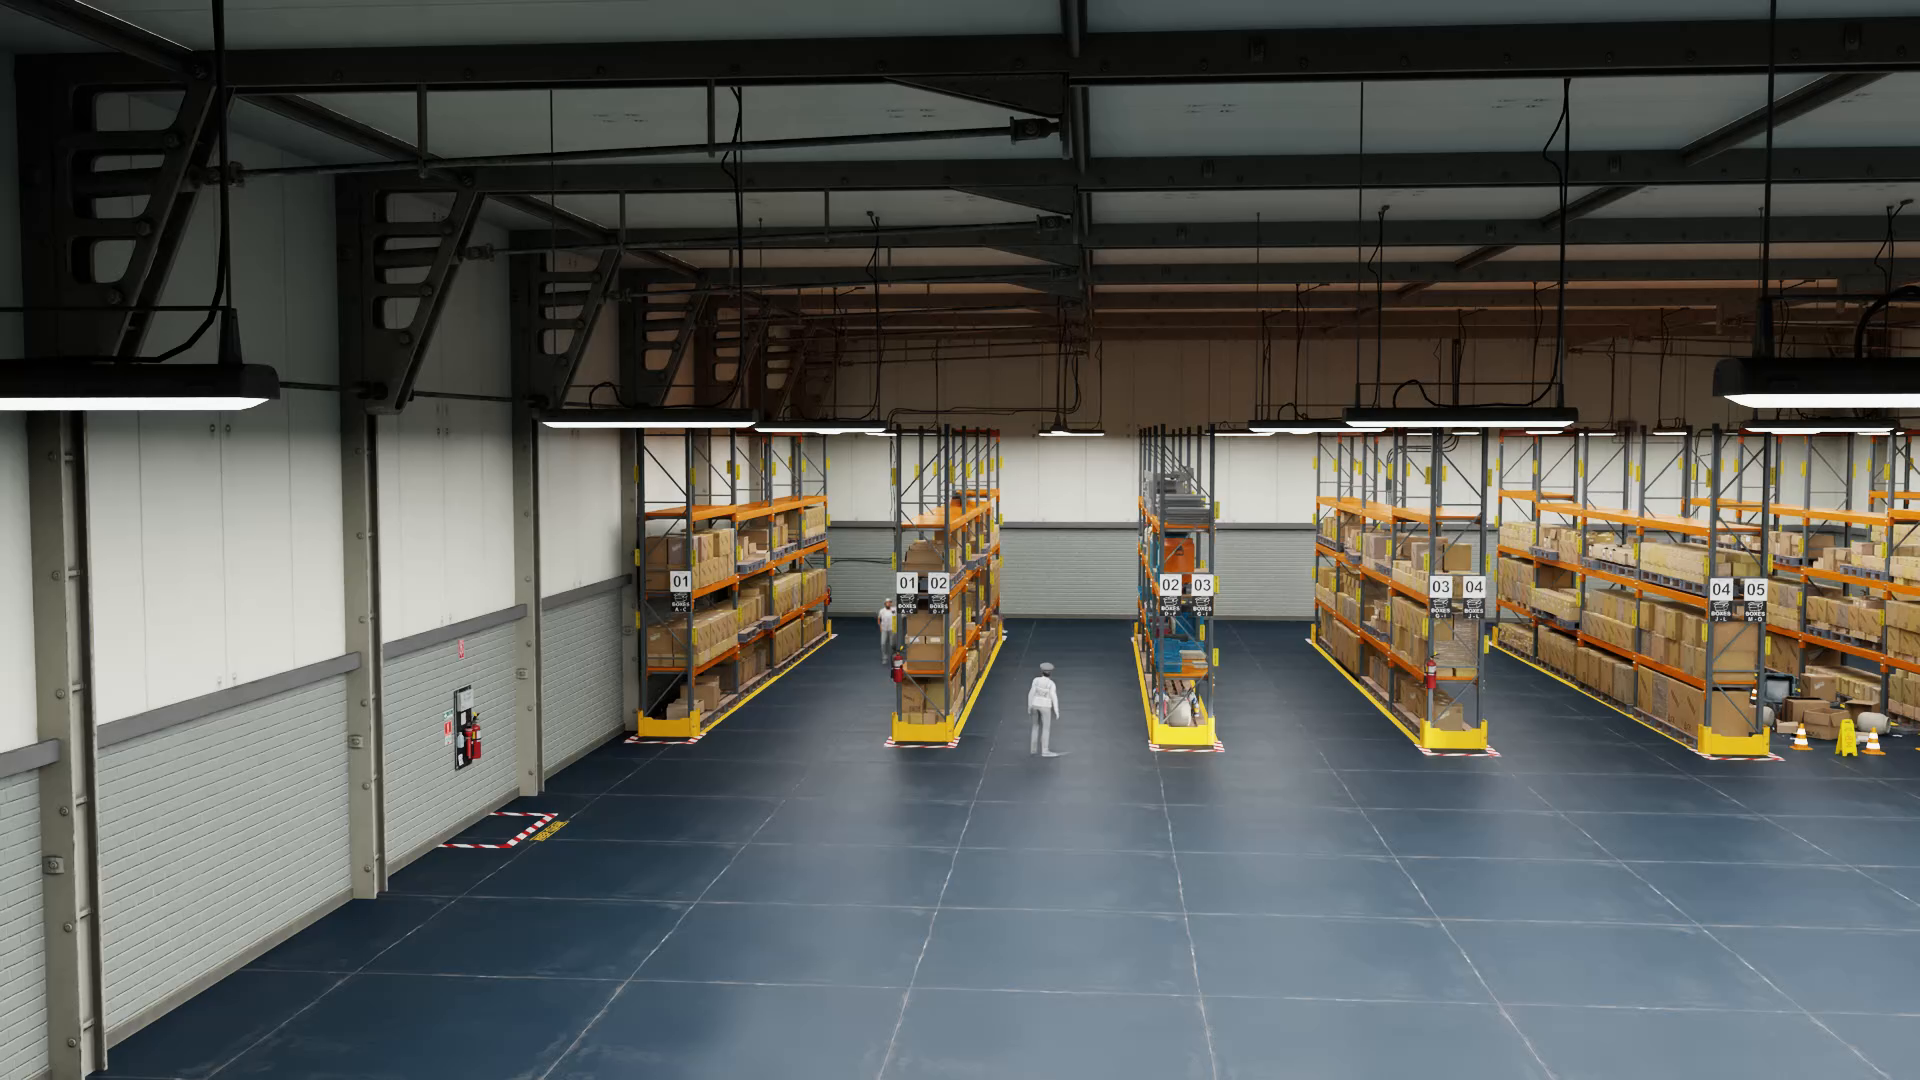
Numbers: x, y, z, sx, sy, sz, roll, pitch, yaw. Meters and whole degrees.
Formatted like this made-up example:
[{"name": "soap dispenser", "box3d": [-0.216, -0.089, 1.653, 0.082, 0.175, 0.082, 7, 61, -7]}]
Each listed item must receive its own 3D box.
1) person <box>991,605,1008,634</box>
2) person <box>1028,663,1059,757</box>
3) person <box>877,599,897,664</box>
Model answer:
[{"name": "person", "box3d": [0.916, 1.943, 48.754, 0.987, 1.611, 0.542, 1, 4, 19]}, {"name": "person", "box3d": [1.480, 3.078, 30.045, 0.616, 1.731, 0.403, 3, 4, 39]}, {"name": "person", "box3d": [-1.822, 2.342, 42.599, 0.643, 1.690, 0.746, 1, 4, 12]}]
